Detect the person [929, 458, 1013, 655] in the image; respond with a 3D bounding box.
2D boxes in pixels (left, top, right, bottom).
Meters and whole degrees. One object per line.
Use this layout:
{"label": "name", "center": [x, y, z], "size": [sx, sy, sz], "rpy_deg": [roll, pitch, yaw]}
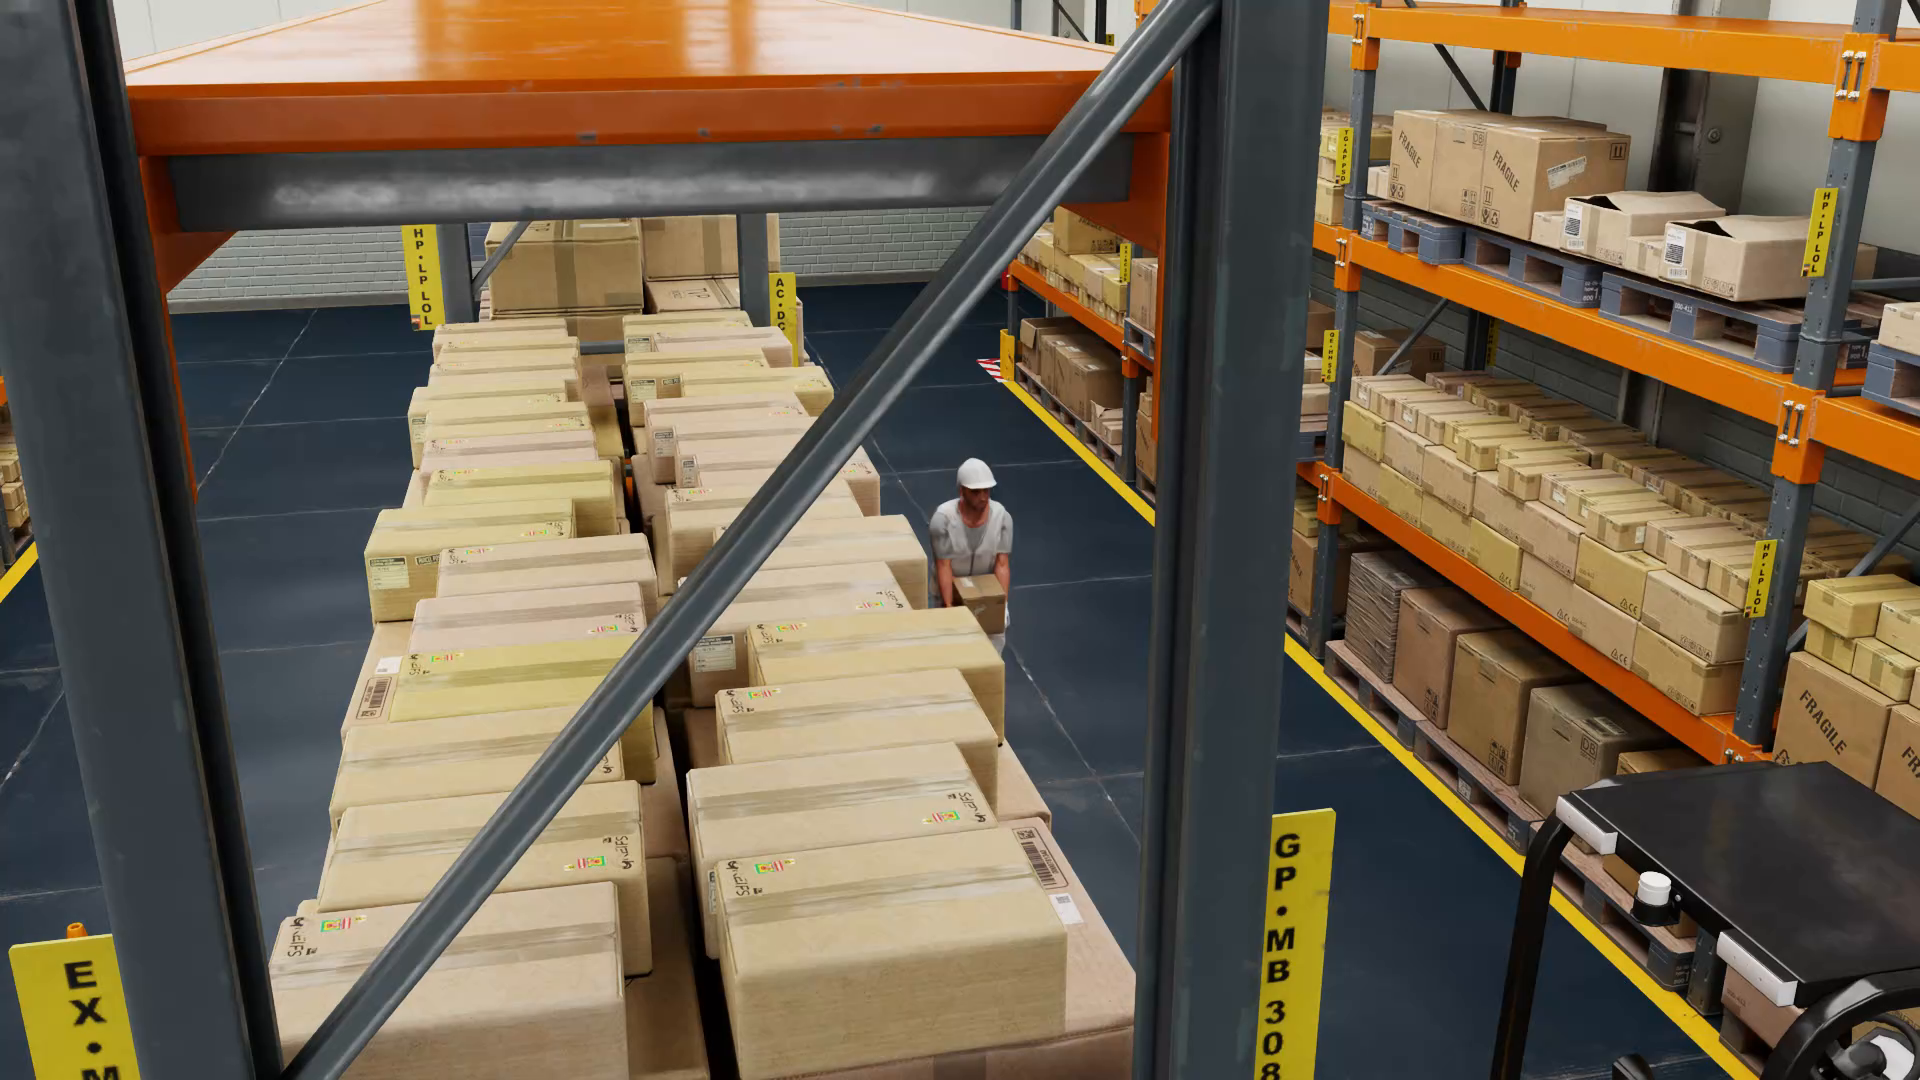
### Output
{"label": "person", "center": [0.069, 0.373, 9.516], "size": [0.491, 1.760, 0.583], "rpy_deg": [-5, 20, -13]}
